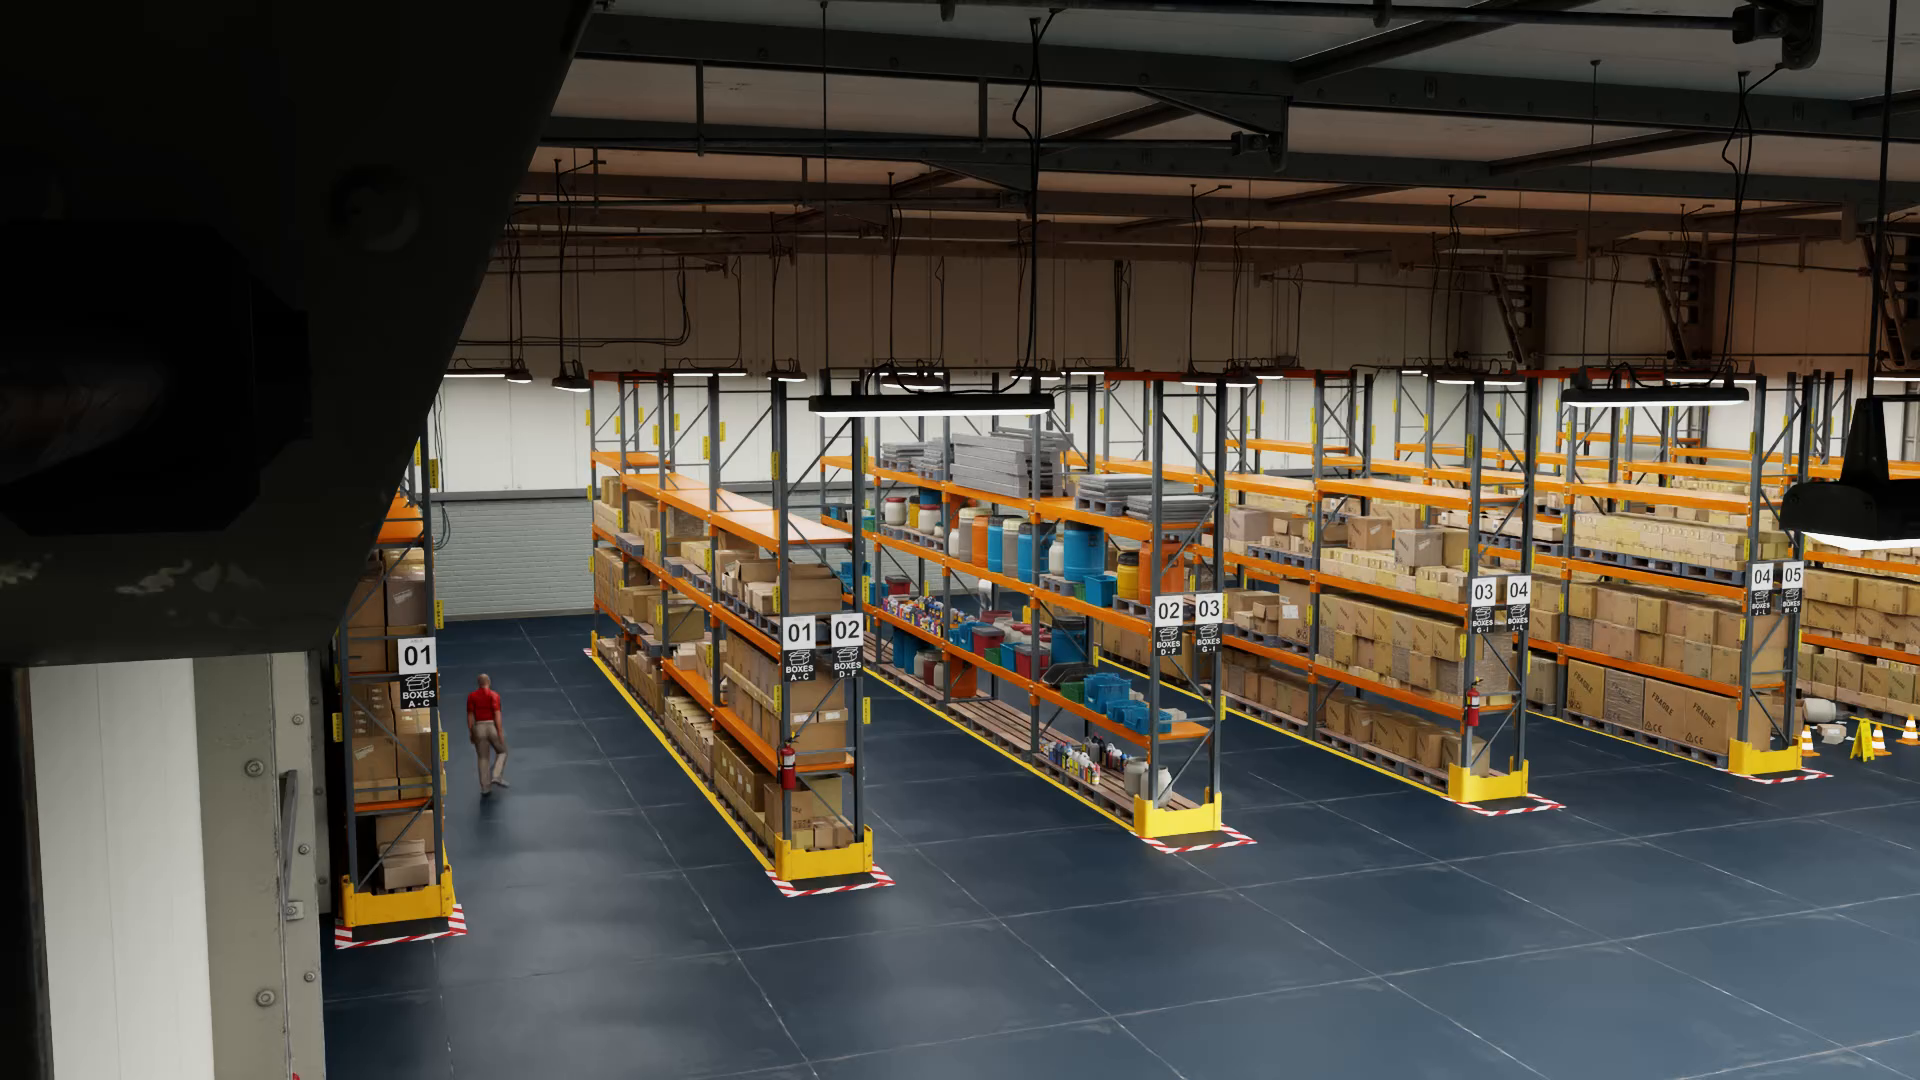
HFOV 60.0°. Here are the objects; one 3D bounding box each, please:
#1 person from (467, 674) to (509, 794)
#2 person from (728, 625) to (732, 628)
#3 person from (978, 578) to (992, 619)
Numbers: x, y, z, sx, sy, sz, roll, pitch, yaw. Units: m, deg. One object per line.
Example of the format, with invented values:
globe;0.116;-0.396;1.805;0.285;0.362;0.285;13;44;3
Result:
person;-6.833;2.789;24.043;0.589;1.713;0.477;-1;6;-5
person;-4.298;1.899;32.839;0.563;1.558;0.743;-1;6;-10
person;0.644;1.159;38.920;0.567;1.656;0.545;4;8;35
